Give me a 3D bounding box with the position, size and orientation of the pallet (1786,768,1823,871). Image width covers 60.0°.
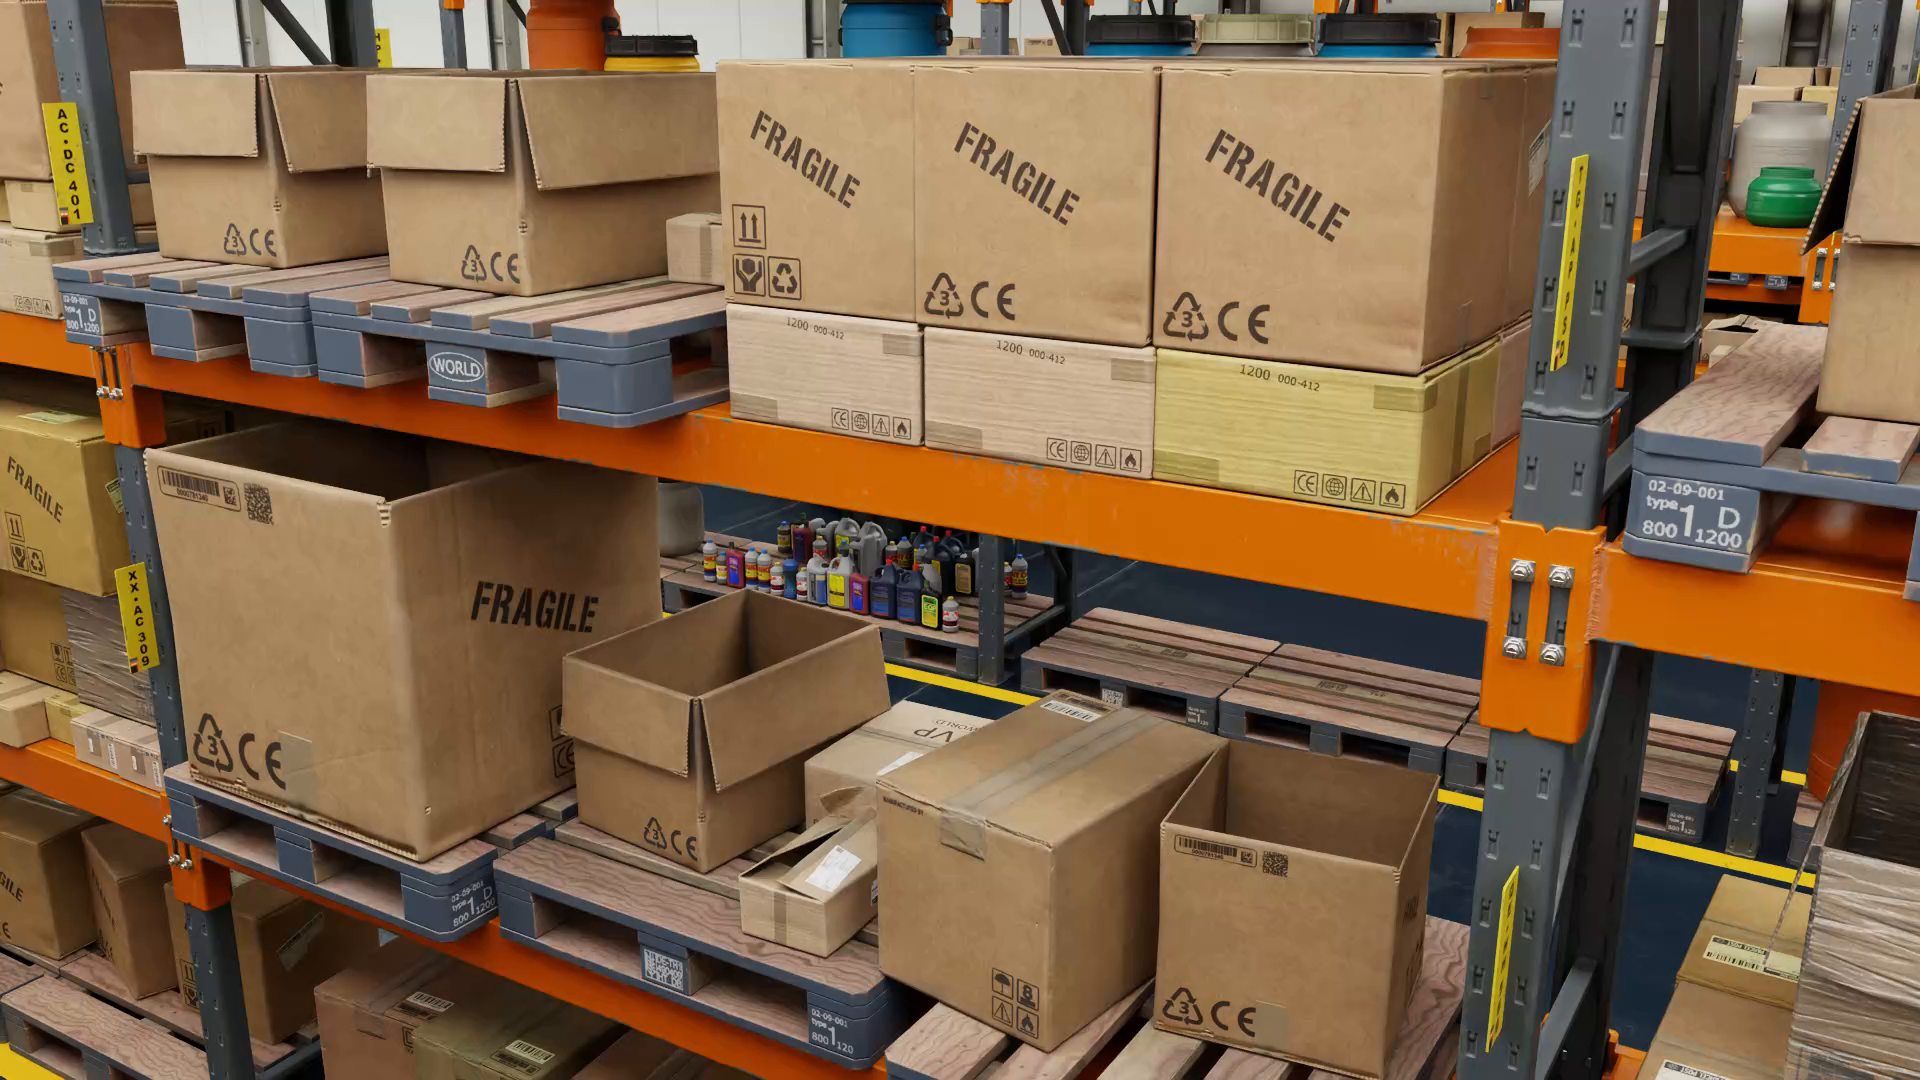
[{"bbox_3d":[4.518,1.337,7.618,1.213,0.211,1.003,10,20,30],"label":"pallet"}]

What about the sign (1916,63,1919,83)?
[{"bbox_3d":[6.123,-2.918,10.639,0.005,0.325,0.100,10,20,30],"label":"sign"}]

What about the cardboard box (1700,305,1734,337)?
[{"bbox_3d":[7.475,-2.210,16.749,0.500,0.250,0.500,10,20,30],"label":"cardboard box"}]

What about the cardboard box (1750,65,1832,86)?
[{"bbox_3d":[7.953,-4.275,15.922,0.637,0.503,0.797,14,22,38],"label":"cardboard box"}]

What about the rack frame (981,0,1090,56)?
[{"bbox_3d":[0.416,-3.586,8.704,0.127,3.000,1.000,10,20,30],"label":"rack frame"}]

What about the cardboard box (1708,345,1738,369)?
[{"bbox_3d":[5.509,-1.282,11.872,0.250,0.149,0.380,10,20,30],"label":"cardboard box"}]

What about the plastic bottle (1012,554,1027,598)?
[{"bbox_3d":[0.374,0.222,10.426,0.097,0.271,0.097,0,17,0],"label":"plastic bottle"}]

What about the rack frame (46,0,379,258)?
[{"bbox_3d":[-2.176,-2.359,4.666,0.127,3.000,1.000,10,20,30],"label":"rack frame"}]

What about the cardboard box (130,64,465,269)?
[{"bbox_3d":[-1.827,-1.079,4.710,0.637,0.503,0.797,9,19,27],"label":"cardboard box"}]

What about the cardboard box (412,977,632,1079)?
[{"bbox_3d":[-1.267,1.673,5.258,0.500,0.500,0.700,10,20,30],"label":"cardboard box"}]

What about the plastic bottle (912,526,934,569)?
[{"bbox_3d":[-0.215,0.087,10.734,0.185,0.351,0.144,9,19,28],"label":"plastic bottle"}]

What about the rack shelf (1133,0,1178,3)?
[{"bbox_3d":[3.897,-5.998,17.888,4.000,0.370,1.077,10,20,30],"label":"rack shelf"}]

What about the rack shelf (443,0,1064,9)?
[{"bbox_3d":[-1.288,-3.355,9.868,4.000,0.370,1.077,10,20,30],"label":"rack shelf"}]

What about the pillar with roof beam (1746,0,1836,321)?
[{"bbox_3d":[6.102,-4.777,12.625,0.400,9.000,9.100,10,20,30],"label":"pillar with roof beam"}]

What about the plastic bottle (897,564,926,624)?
[{"bbox_3d":[-0.283,0.315,9.985,0.185,0.351,0.144,10,19,29],"label":"plastic bottle"}]

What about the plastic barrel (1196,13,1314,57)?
[{"bbox_3d":[1.521,-2.268,8.662,0.600,0.901,0.600,0,17,0],"label":"plastic barrel"}]

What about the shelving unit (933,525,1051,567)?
[{"bbox_3d":[0.224,-0.568,11.670,0.755,1.500,0.431,13,21,37],"label":"shelving unit"}]

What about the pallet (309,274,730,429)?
[{"bbox_3d":[-0.820,-0.557,4.216,1.003,0.211,1.213,10,20,30],"label":"pallet"}]

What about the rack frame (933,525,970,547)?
[{"bbox_3d":[-0.062,-0.634,11.889,0.023,1.500,0.400,13,21,37],"label":"rack frame"}]

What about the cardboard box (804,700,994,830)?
[{"bbox_3d":[-0.075,0.678,4.522,0.500,0.250,0.500,9,19,29],"label":"cardboard box"}]

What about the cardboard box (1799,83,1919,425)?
[{"bbox_3d":[1.790,-0.491,2.776,0.637,0.503,0.797,11,20,33],"label":"cardboard box"}]

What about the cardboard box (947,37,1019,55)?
[{"bbox_3d":[0.091,-4.214,14.792,0.637,0.503,0.797,12,20,34],"label":"cardboard box"}]

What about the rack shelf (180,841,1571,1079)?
[{"bbox_3d":[-0.471,1.160,4.641,4.000,0.370,1.077,10,20,30],"label":"rack shelf"}]

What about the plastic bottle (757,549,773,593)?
[{"bbox_3d":[-1.233,0.191,10.528,0.097,0.271,0.097,0,17,0],"label":"plastic bottle"}]

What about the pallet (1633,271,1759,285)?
[{"bbox_3d":[7.301,-2.760,16.636,1.213,0.211,1.003,10,20,30],"label":"pallet"}]

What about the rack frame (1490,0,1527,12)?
[{"bbox_3d":[5.601,-6.040,16.782,0.127,3.000,1.000,10,20,30],"label":"rack frame"}]

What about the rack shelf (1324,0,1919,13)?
[{"bbox_3d":[4.716,-3.973,11.902,4.000,0.370,1.077,10,20,30],"label":"rack shelf"}]

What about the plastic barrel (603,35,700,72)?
[{"bbox_3d":[-1.954,-2.908,10.587,0.600,0.588,0.600,0,17,0],"label":"plastic barrel"}]

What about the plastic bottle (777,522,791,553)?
[{"bbox_3d":[-1.198,-0.025,11.360,0.097,0.201,0.097,0,17,0],"label":"plastic bottle"}]

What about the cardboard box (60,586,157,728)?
[{"bbox_3d":[-2.527,0.237,5.756,0.500,0.500,0.875,10,20,30],"label":"cardboard box"}]

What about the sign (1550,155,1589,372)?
[{"bbox_3d":[0.947,-0.429,2.582,0.005,0.325,0.100,10,20,30],"label":"sign"}]

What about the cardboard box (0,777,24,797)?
[{"bbox_3d":[-4.010,1.179,6.916,0.500,0.500,0.500,12,21,35],"label":"cardboard box"}]

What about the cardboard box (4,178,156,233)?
[{"bbox_3d":[-2.604,-1.021,4.993,0.250,0.149,0.380,11,20,32],"label":"cardboard box"}]

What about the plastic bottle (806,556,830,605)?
[{"bbox_3d":[-0.858,0.247,10.338,0.135,0.276,0.152,11,20,31],"label":"plastic bottle"}]

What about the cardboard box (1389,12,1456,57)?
[{"bbox_3d":[3.517,-3.761,12.688,0.500,0.500,0.500,10,20,31],"label":"cardboard box"}]

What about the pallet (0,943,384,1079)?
[{"bbox_3d":[-2.767,1.752,6.251,1.213,0.211,1.003,10,20,30],"label":"pallet"}]

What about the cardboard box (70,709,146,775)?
[{"bbox_3d":[-2.721,0.631,5.575,0.250,0.149,0.380,10,20,30],"label":"cardboard box"}]

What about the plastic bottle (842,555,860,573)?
[{"bbox_3d":[-0.690,0.239,10.349,0.133,0.283,0.061,10,20,30],"label":"plastic bottle"}]

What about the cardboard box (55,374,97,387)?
[{"bbox_3d":[-2.853,-0.365,6.016,0.500,0.500,0.500,10,20,30],"label":"cardboard box"}]

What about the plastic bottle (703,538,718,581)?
[{"bbox_3d":[-1.610,0.124,10.750,0.097,0.271,0.097,0,17,0],"label":"plastic bottle"}]

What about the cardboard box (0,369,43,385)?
[{"bbox_3d":[-3.556,-0.310,5.836,0.500,0.500,0.500,10,20,30],"label":"cardboard box"}]

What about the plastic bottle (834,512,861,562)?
[{"bbox_3d":[-0.736,-0.006,11.040,0.185,0.351,0.144,11,20,32],"label":"plastic bottle"}]

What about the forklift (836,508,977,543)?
[{"bbox_3d":[-0.671,-1.759,13.128,1.130,2.935,3.031,-9,19,-28],"label":"forklift"}]

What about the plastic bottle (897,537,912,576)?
[{"bbox_3d":[-0.360,0.112,10.789,0.097,0.271,0.097,0,17,0],"label":"plastic bottle"}]

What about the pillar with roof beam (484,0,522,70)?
[{"bbox_3d":[-9.237,-7.515,21.638,0.400,9.000,9.100,10,20,30],"label":"pillar with roof beam"}]

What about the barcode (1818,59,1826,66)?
[{"bbox_3d":[8.339,-4.617,16.089,0.075,0.075,0.001,10,20,30],"label":"barcode"}]

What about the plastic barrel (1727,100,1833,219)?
[{"bbox_3d":[3.721,-1.719,7.526,0.421,0.512,0.421,0,17,0],"label":"plastic barrel"}]

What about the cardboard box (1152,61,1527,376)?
[{"bbox_3d":[0.695,-0.613,3.047,0.500,0.500,0.500,11,20,31],"label":"cardboard box"}]

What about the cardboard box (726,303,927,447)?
[{"bbox_3d":[-0.157,-0.405,3.650,0.500,0.250,0.500,11,20,32],"label":"cardboard box"}]
